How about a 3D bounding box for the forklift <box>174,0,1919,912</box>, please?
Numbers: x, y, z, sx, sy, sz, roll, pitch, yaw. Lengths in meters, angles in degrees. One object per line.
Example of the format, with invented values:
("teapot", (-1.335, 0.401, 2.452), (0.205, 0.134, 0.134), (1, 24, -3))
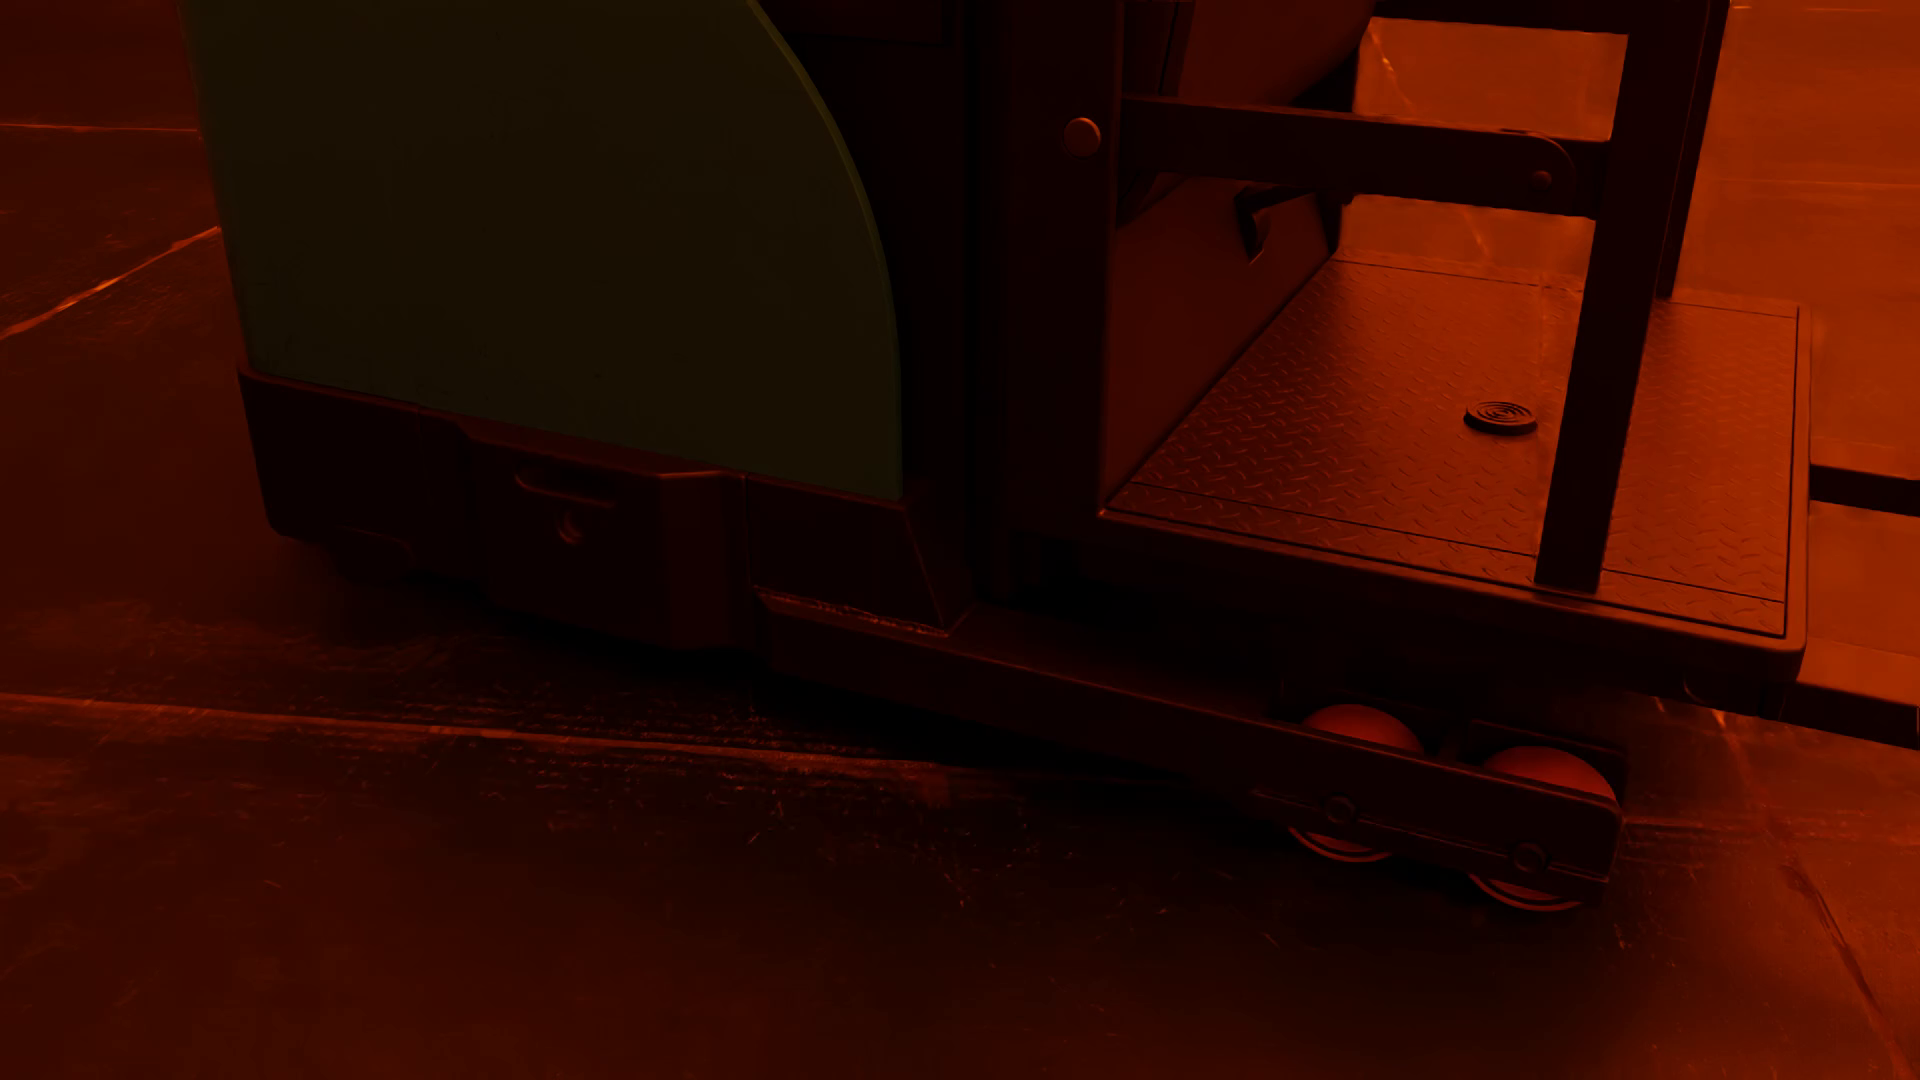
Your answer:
("forklift", (0.554, -1.198, 1.617), (3.031, 2.935, 1.130), (12, 29, 22))
